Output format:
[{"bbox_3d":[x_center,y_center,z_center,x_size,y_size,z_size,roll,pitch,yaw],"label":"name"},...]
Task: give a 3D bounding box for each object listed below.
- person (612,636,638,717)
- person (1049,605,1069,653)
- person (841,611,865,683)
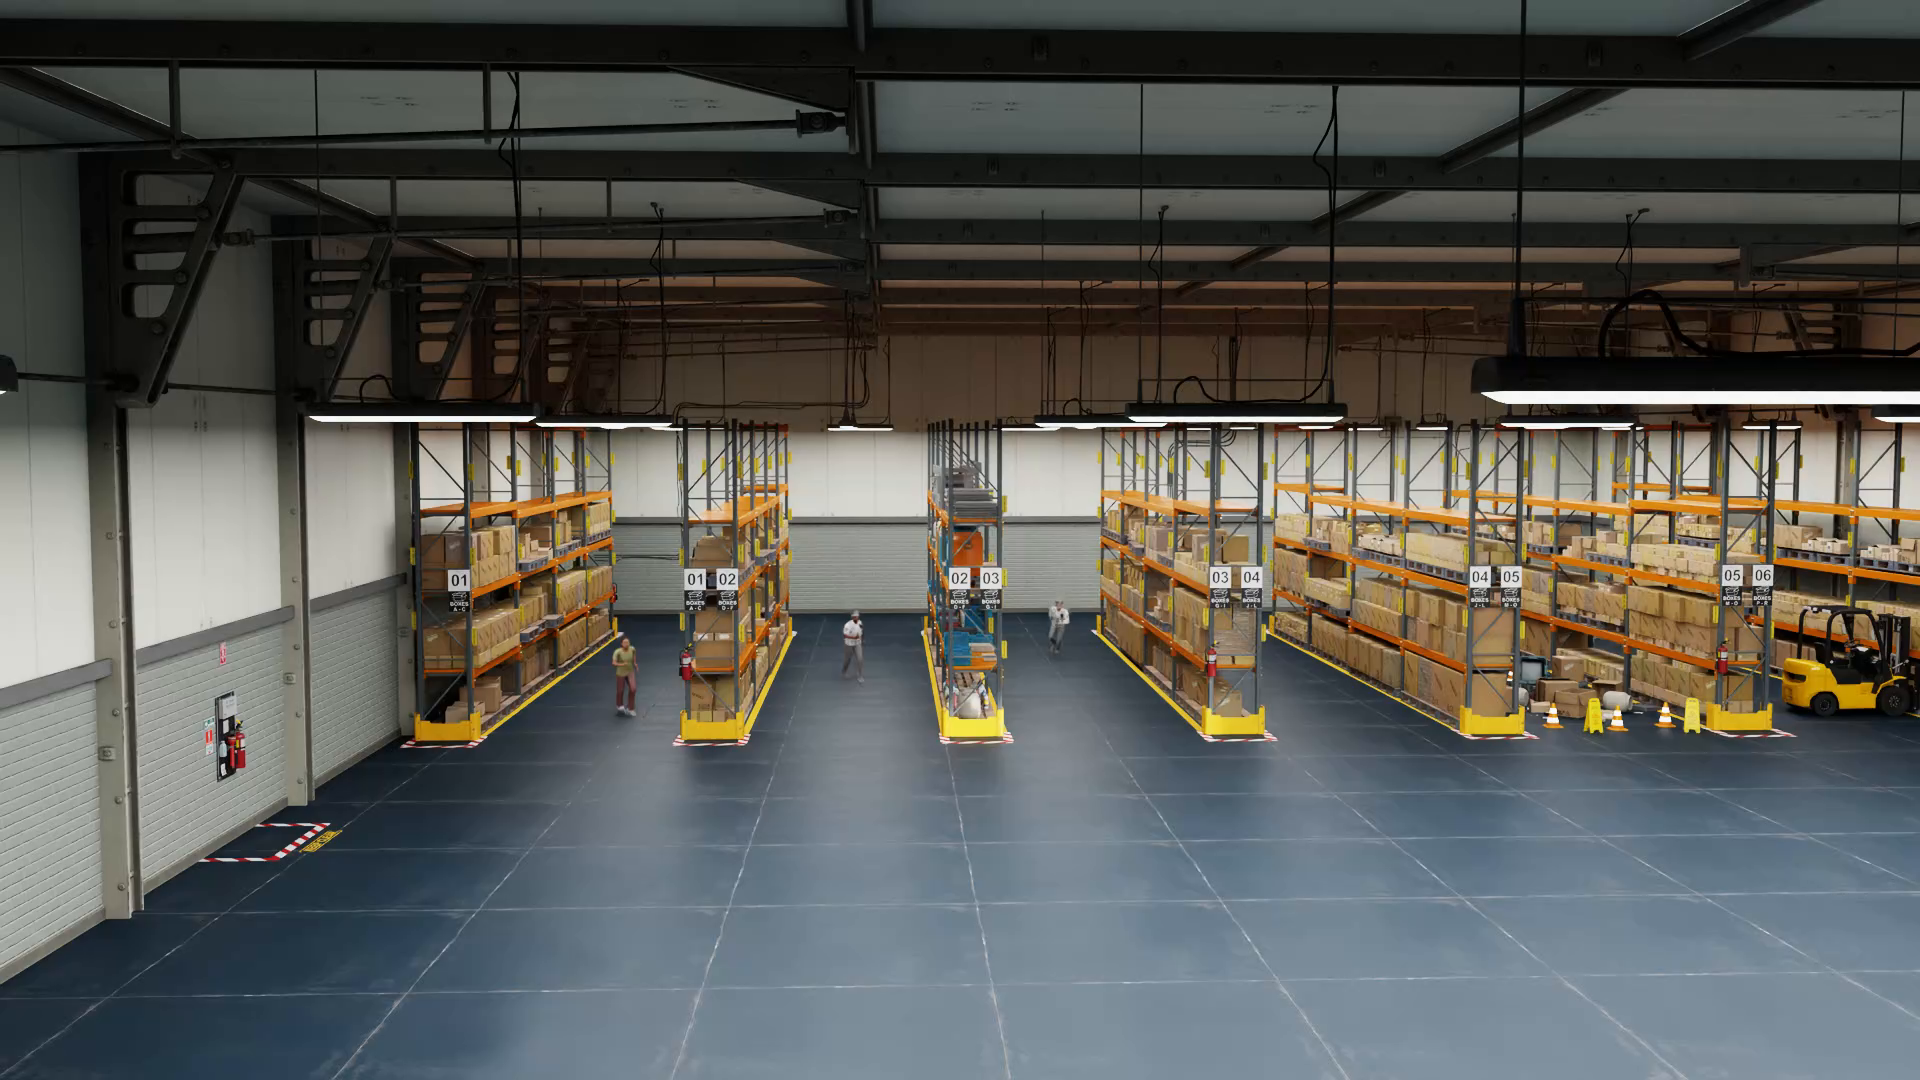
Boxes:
[{"bbox_3d":[-6.813,2.751,33.823,0.574,1.636,0.934,-2,4,-23],"label":"person"},{"bbox_3d":[2.537,2.258,42.911,0.633,1.417,0.917,1,4,15],"label":"person"},{"bbox_3d":[-2.480,2.439,38.499,0.572,1.657,0.953,-2,4,-26],"label":"person"}]
